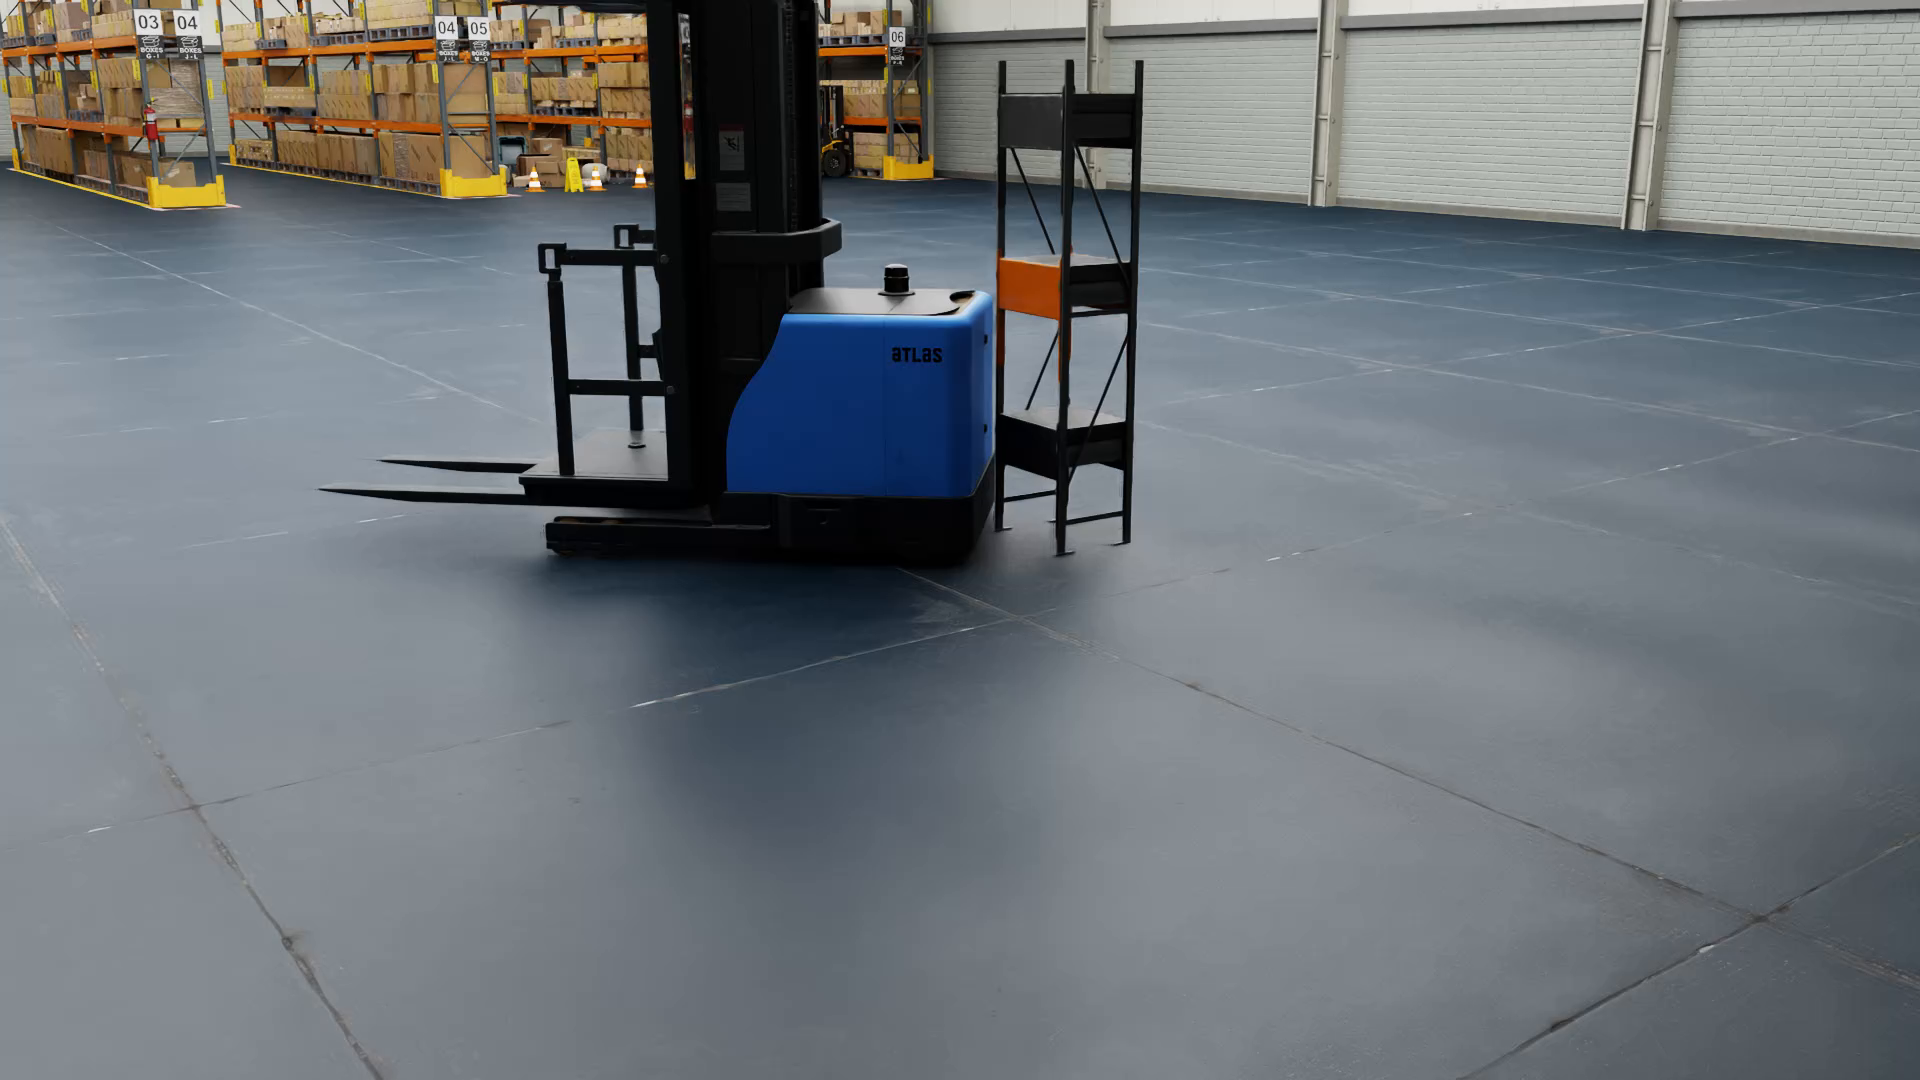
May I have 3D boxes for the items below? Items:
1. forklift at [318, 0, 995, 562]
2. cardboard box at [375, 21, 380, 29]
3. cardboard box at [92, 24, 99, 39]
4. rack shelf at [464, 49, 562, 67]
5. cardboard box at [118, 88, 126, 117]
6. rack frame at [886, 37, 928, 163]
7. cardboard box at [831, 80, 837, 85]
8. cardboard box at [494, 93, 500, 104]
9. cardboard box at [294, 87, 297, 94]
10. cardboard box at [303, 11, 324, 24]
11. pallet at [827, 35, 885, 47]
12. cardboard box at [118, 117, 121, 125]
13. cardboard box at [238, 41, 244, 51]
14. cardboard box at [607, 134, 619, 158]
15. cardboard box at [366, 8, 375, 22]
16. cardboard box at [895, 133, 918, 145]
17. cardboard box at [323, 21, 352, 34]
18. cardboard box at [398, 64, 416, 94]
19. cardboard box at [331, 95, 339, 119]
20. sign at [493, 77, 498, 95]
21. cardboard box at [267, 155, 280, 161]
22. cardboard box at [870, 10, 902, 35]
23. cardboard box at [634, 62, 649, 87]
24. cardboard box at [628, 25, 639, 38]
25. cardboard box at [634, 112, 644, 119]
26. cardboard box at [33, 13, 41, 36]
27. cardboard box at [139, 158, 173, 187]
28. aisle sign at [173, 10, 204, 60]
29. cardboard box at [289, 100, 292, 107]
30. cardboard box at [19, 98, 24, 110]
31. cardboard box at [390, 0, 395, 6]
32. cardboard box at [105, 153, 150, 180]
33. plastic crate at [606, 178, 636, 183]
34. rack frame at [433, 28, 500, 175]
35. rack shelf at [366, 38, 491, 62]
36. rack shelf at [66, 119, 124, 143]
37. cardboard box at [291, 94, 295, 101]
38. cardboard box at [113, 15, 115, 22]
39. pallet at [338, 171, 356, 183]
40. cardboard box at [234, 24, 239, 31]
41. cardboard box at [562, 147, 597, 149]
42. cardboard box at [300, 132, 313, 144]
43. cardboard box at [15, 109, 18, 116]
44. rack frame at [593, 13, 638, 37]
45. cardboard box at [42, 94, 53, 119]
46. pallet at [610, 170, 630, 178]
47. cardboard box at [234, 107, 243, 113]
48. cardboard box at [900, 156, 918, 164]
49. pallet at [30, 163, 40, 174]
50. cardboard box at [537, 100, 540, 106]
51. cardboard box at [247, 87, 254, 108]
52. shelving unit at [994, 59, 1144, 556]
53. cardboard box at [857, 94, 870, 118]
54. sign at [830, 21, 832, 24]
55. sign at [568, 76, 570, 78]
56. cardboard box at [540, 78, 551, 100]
[{"bbox_3d":[-1.389,-1.471,7.399,3.031,2.935,1.130,2,15,7],"label":"forklift"},{"bbox_3d":[-11.221,-10.096,32.589,0.380,0.149,0.250,-11,19,-35],"label":"cardboard box"},{"bbox_3d":[-15.474,-9.249,30.287,0.500,0.250,0.500,-12,19,-37],"label":"cardboard box"},{"bbox_3d":[-11.043,-11.929,41.160,1.077,0.370,4.000,-11,19,-35],"label":"rack shelf"},{"bbox_3d":[-14.415,-7.779,29.564,0.875,0.500,0.500,-11,19,-35],"label":"cardboard box"},{"bbox_3d":[-1.150,-9.465,36.477,1.000,3.000,0.127,-11,19,-35],"label":"rack frame"},{"bbox_3d":[-2.733,-10.447,38.082,0.380,0.149,0.250,-11,19,-35],"label":"cardboard box"},{"bbox_3d":[-11.285,-10.961,41.279,0.500,0.250,0.500,-12,19,-36],"label":"cardboard box"},{"bbox_3d":[-14.771,-10.124,37.437,0.380,0.149,0.250,-10,18,-33],"label":"cardboard box"},{"bbox_3d":[-14.260,-11.523,36.672,0.396,0.266,0.258,-11,19,-35],"label":"cardboard box"},{"bbox_3d":[-2.267,-11.285,37.611,1.003,0.211,1.213,-11,19,-35],"label":"pallet"},{"bbox_3d":[-14.893,-7.533,29.893,0.380,0.149,0.250,-11,19,-35],"label":"cardboard box"},{"bbox_3d":[-17.544,-12.227,41.168,0.500,0.250,0.500,-11,19,-35],"label":"cardboard box"},{"bbox_3d":[-7.387,-8.618,36.375,0.500,0.500,0.500,-10,18,-32],"label":"cardboard box"},{"bbox_3d":[-11.399,-10.379,32.869,0.500,0.250,0.500,-11,19,-34],"label":"cardboard box"},{"bbox_3d":[-1.280,-8.956,37.135,0.500,0.250,0.500,-11,19,-35],"label":"cardboard box"},{"bbox_3d":[-13.269,-10.942,35.489,0.500,0.250,0.500,-10,18,-33],"label":"cardboard box"},{"bbox_3d":[-10.329,-8.919,32.152,0.875,0.550,0.500,-11,19,-35],"label":"cardboard box"},{"bbox_3d":[-13.169,-9.307,35.709,0.500,0.500,0.500,-11,19,-35],"label":"cardboard box"},{"bbox_3d":[-8.655,-8.445,30.958,0.100,0.325,0.005,-11,19,-35],"label":"sign"},{"bbox_3d":[-16.670,-9.325,40.569,0.380,0.149,0.250,-11,19,-34],"label":"cardboard box"},{"bbox_3d":[-1.608,-11.268,36.206,0.500,0.500,0.500,-10,18,-33],"label":"cardboard box"},{"bbox_3d":[-6.315,-9.645,34.488,0.700,0.500,0.500,-11,19,-35],"label":"cardboard box"},{"bbox_3d":[-6.585,-10.604,34.678,0.500,0.250,0.500,-11,19,-34],"label":"cardboard box"},{"bbox_3d":[-6.674,-8.986,35.201,0.380,0.149,0.250,-11,19,-35],"label":"cardboard box"},{"bbox_3d":[-19.886,-11.293,36.490,0.700,0.500,0.500,-10,18,-33],"label":"cardboard box"},{"bbox_3d":[-14.557,-6.674,30.217,0.500,0.500,0.500,-13,20,-39],"label":"cardboard box"},{"bbox_3d":[-12.900,-8.443,27.817,0.394,0.787,0.004,-11,19,-35],"label":"aisle sign"},{"bbox_3d":[-15.073,-9.947,37.917,0.380,0.149,0.250,-12,19,-37],"label":"cardboard box"},{"bbox_3d":[-21.609,-10.171,38.775,0.500,0.250,0.500,-11,19,-36],"label":"cardboard box"},{"bbox_3d":[-10.626,-10.264,31.693,0.380,0.149,0.250,-11,19,-35],"label":"cardboard box"},{"bbox_3d":[-16.140,-7.256,32.305,0.700,0.500,0.500,-11,19,-35],"label":"cardboard box"},{"bbox_3d":[-7.255,-7.677,35.475,0.583,0.080,0.402,10,18,33],"label":"plastic crate"},{"bbox_3d":[-9.108,-7.904,30.773,1.000,3.000,0.127,-11,19,-35],"label":"rack frame"},{"bbox_3d":[-10.284,-9.431,32.032,1.077,0.370,4.000,-11,19,-35],"label":"rack shelf"},{"bbox_3d":[-16.707,-8.090,32.815,1.077,0.370,4.000,-11,19,-35],"label":"rack shelf"},{"bbox_3d":[-14.932,-10.038,37.686,0.380,0.149,0.250,-11,19,-34],"label":"cardboard box"},{"bbox_3d":[-14.478,-9.078,28.909,0.380,0.149,0.250,-12,19,-37],"label":"cardboard box"},{"bbox_3d":[-12.696,-7.827,35.773,1.003,0.211,1.213,-11,19,-35],"label":"pallet"},{"bbox_3d":[-17.816,-12.736,41.326,0.380,0.149,0.250,-10,18,-33],"label":"cardboard box"},{"bbox_3d":[-9.103,-9.059,39.174,0.950,0.372,0.625,-11,19,-36],"label":"cardboard box"},{"bbox_3d":[-14.732,-9.182,37.963,0.500,0.250,0.500,-11,19,-34],"label":"cardboard box"},{"bbox_3d":[-22.188,-10.159,39.489,0.380,0.149,0.250,-11,19,-35],"label":"cardboard box"},{"bbox_3d":[-7.515,-12.442,35.988,1.000,3.000,0.127,-11,19,-35],"label":"rack frame"},{"bbox_3d":[-19.577,-9.415,36.105,0.500,0.500,0.500,-11,19,-36],"label":"cardboard box"},{"bbox_3d":[-7.092,-8.065,36.644,1.003,0.211,1.213,-11,19,-35],"label":"pallet"},{"bbox_3d":[-18.292,-10.966,42.435,0.380,0.149,0.250,-12,19,-36],"label":"cardboard box"},{"bbox_3d":[-1.281,-8.477,37.278,0.500,0.250,0.500,-11,19,-34],"label":"cardboard box"},{"bbox_3d":[-21.340,-8.808,39.359,1.003,0.211,1.213,-11,19,-35],"label":"pallet"},{"bbox_3d":[-9.826,-10.385,39.519,0.380,0.149,0.250,-12,19,-38],"label":"cardboard box"},{"bbox_3d":[-17.272,-10.935,41.094,0.500,0.500,0.500,-11,19,-35],"label":"cardboard box"},{"bbox_3d":[0.466,-1.024,7.342,0.431,2.100,0.503,-10,18,-31],"label":"shelving unit"},{"bbox_3d":[-1.950,-9.690,37.109,0.500,0.500,0.500,-10,18,-33],"label":"cardboard box"},{"bbox_3d":[-3.054,-12.140,39.439,0.100,0.325,0.005,-11,19,-35],"label":"sign"},{"bbox_3d":[-9.434,-11.009,40.073,0.100,0.325,0.005,-11,19,-35],"label":"sign"},{"bbox_3d":[-9.478,-10.554,38.908,0.500,0.500,0.500,-10,18,-32],"label":"cardboard box"}]
